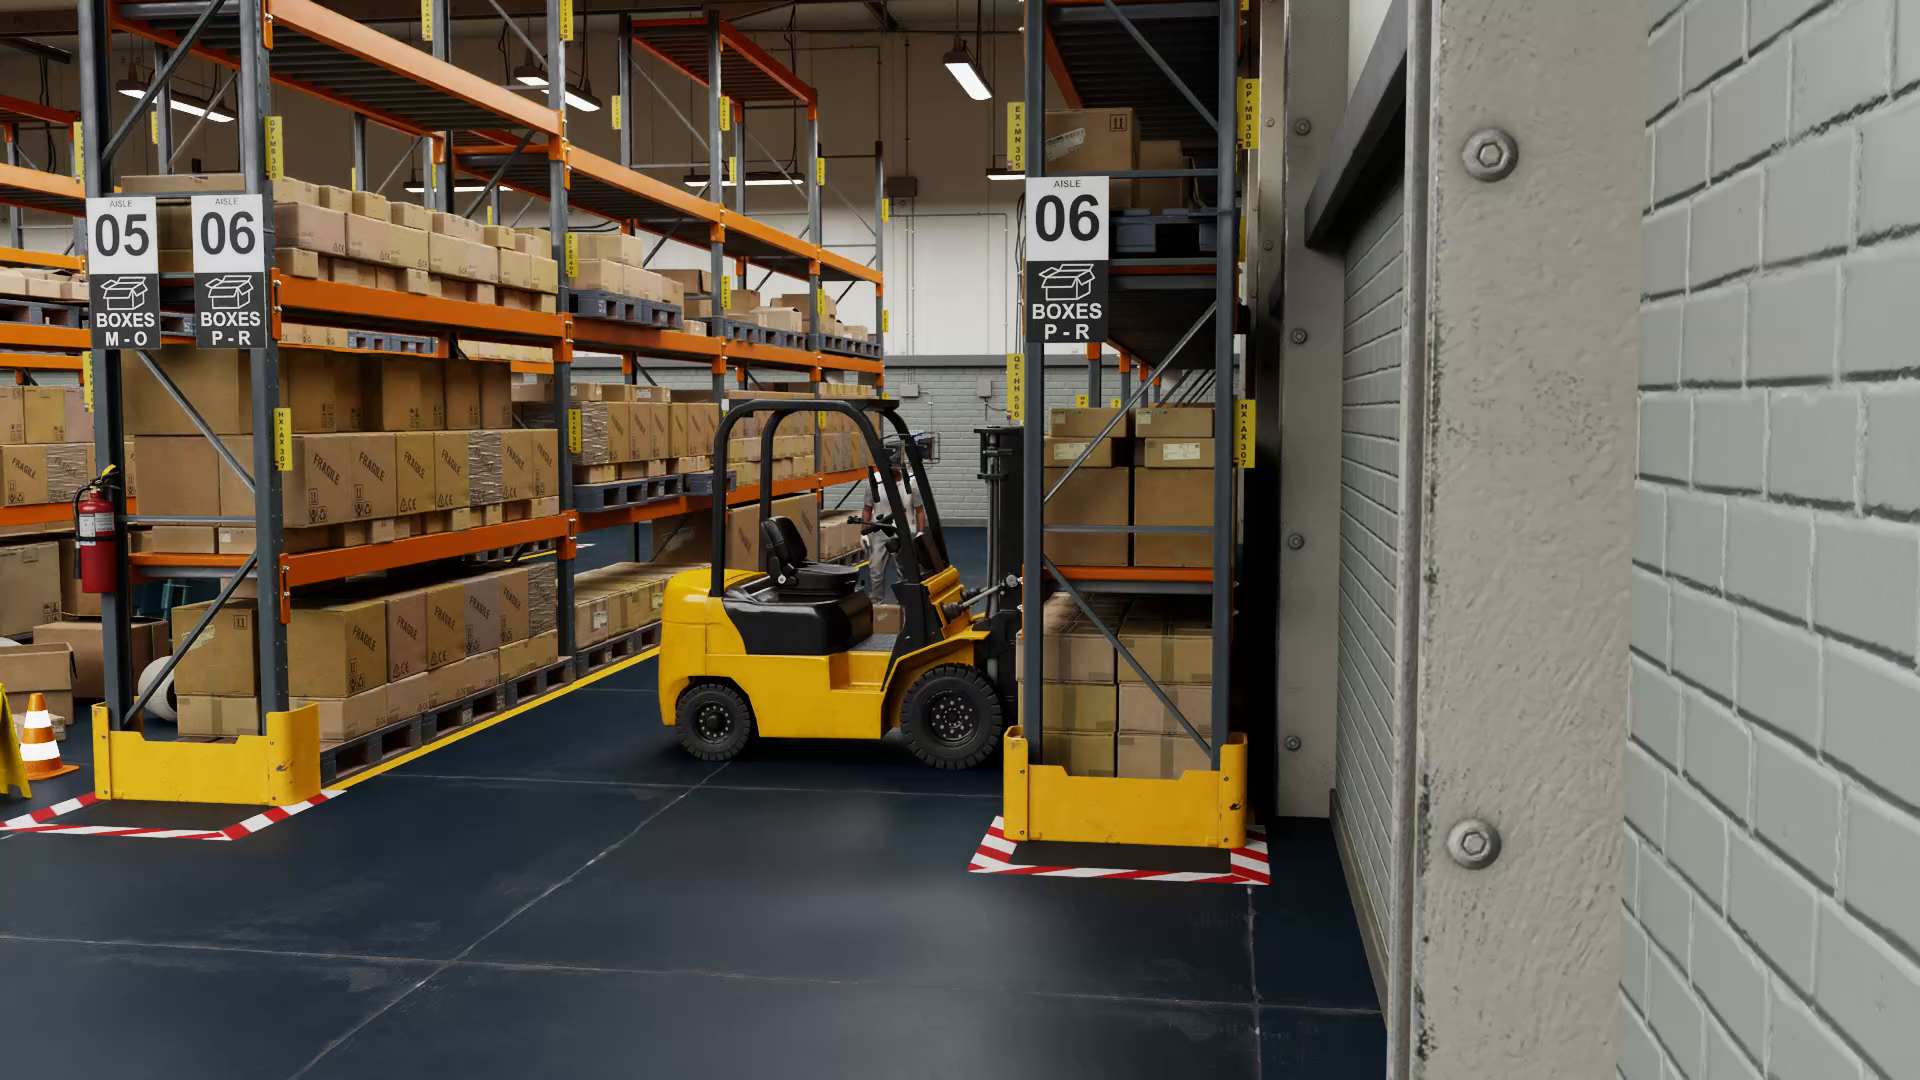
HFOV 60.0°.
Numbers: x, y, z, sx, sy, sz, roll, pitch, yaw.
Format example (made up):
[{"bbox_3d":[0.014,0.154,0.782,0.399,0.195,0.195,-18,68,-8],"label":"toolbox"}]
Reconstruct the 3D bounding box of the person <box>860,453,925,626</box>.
[{"bbox_3d":[-0.643,-0.027,15.867,0.623,1.773,0.450,0,4,5],"label":"person"}]
